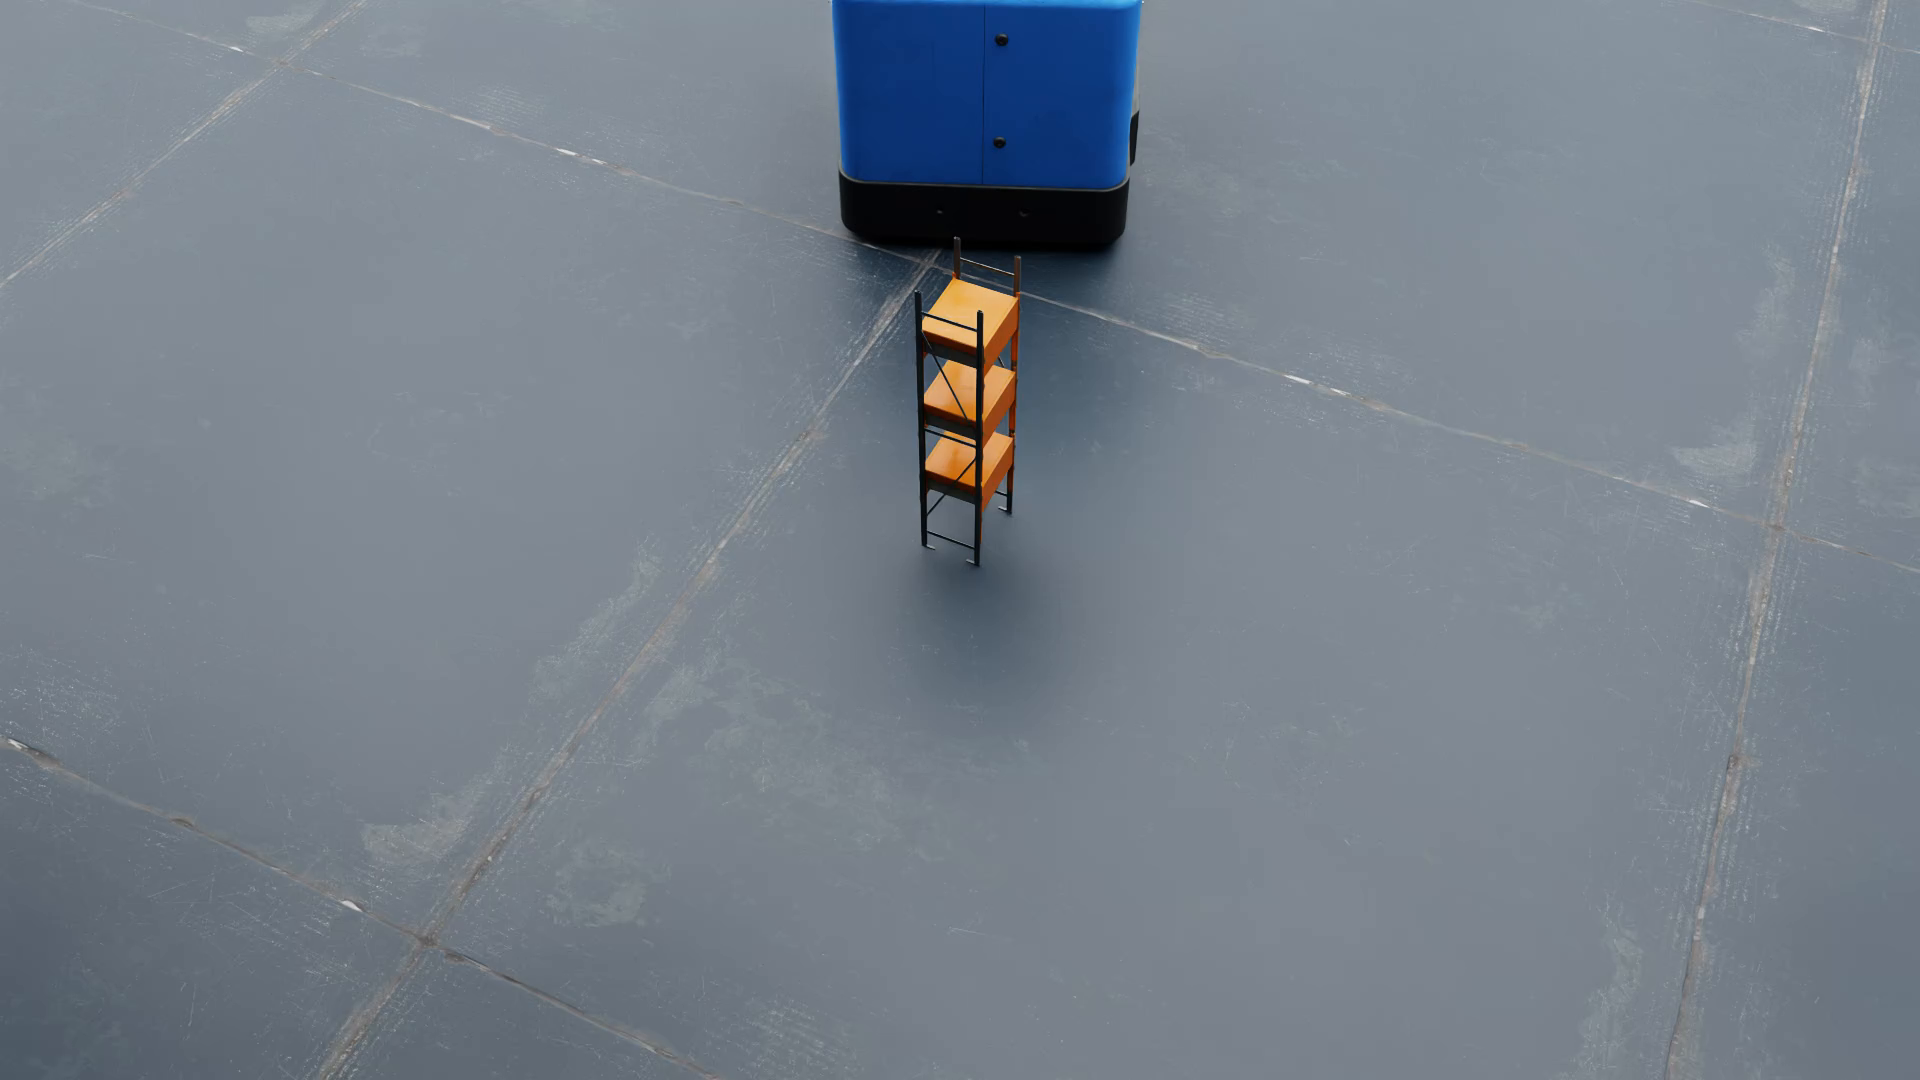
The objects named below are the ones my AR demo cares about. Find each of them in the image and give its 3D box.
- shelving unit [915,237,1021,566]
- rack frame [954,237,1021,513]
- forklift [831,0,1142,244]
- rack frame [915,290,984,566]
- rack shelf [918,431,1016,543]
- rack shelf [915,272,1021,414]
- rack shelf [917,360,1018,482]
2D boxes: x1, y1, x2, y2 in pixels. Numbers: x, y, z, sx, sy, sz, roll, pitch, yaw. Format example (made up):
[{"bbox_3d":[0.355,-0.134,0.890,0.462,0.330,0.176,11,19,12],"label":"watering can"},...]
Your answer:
[{"bbox_3d":[0.023,-0.377,4.882,0.215,1.050,0.252,20,52,16],"label":"shelving unit"},{"bbox_3d":[0.075,-0.461,4.953,0.200,1.050,0.008,20,52,16],"label":"rack frame"},{"bbox_3d":[0.165,-3.153,6.008,1.130,2.935,3.031,2,50,2],"label":"forklift"},{"bbox_3d":[-0.029,-0.293,4.810,0.200,1.050,0.008,20,52,16],"label":"rack frame"},{"bbox_3d":[0.023,-0.190,5.101,0.215,0.259,0.240,20,52,16],"label":"rack shelf"},{"bbox_3d":[0.023,-0.554,4.673,0.215,0.259,0.240,20,52,16],"label":"rack shelf"},{"bbox_3d":[0.023,-0.370,4.890,0.215,0.259,0.240,20,52,16],"label":"rack shelf"}]
